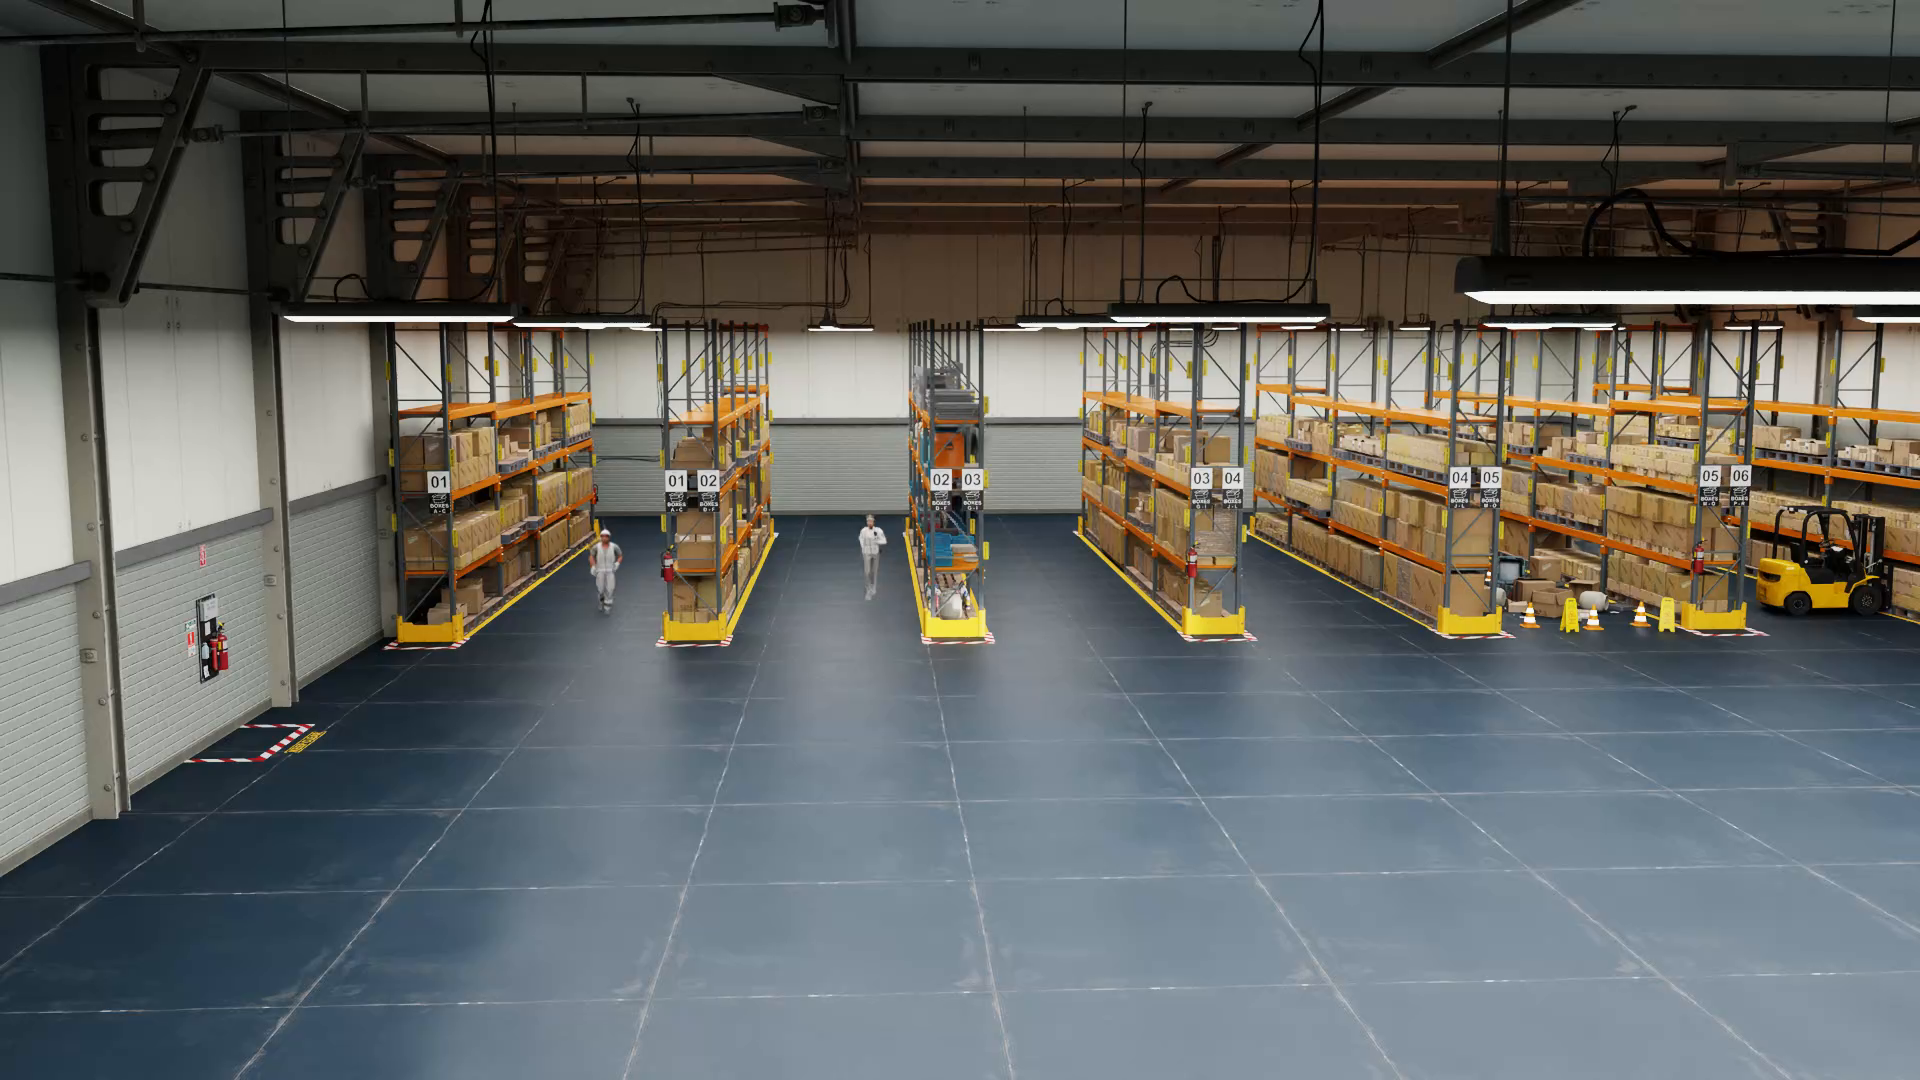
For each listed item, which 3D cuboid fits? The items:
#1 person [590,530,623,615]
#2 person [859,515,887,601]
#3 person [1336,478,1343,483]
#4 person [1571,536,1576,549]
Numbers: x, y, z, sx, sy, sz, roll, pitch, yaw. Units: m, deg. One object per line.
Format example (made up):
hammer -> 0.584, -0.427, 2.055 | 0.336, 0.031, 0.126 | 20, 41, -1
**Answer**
person -> -7.213, 0.662, 33.973 | 0.668, 1.749, 0.583 | -2, 7, -12
person -> -1.808, 0.341, 34.541 | 0.584, 1.777, 0.731 | 0, 7, 0
person -> 10.560, -0.864, 46.429 | 0.690, 1.748, 0.657 | 0, 7, 4
person -> 15.678, -0.359, 42.492 | 0.672, 1.712, 0.710 | 0, 7, -3
